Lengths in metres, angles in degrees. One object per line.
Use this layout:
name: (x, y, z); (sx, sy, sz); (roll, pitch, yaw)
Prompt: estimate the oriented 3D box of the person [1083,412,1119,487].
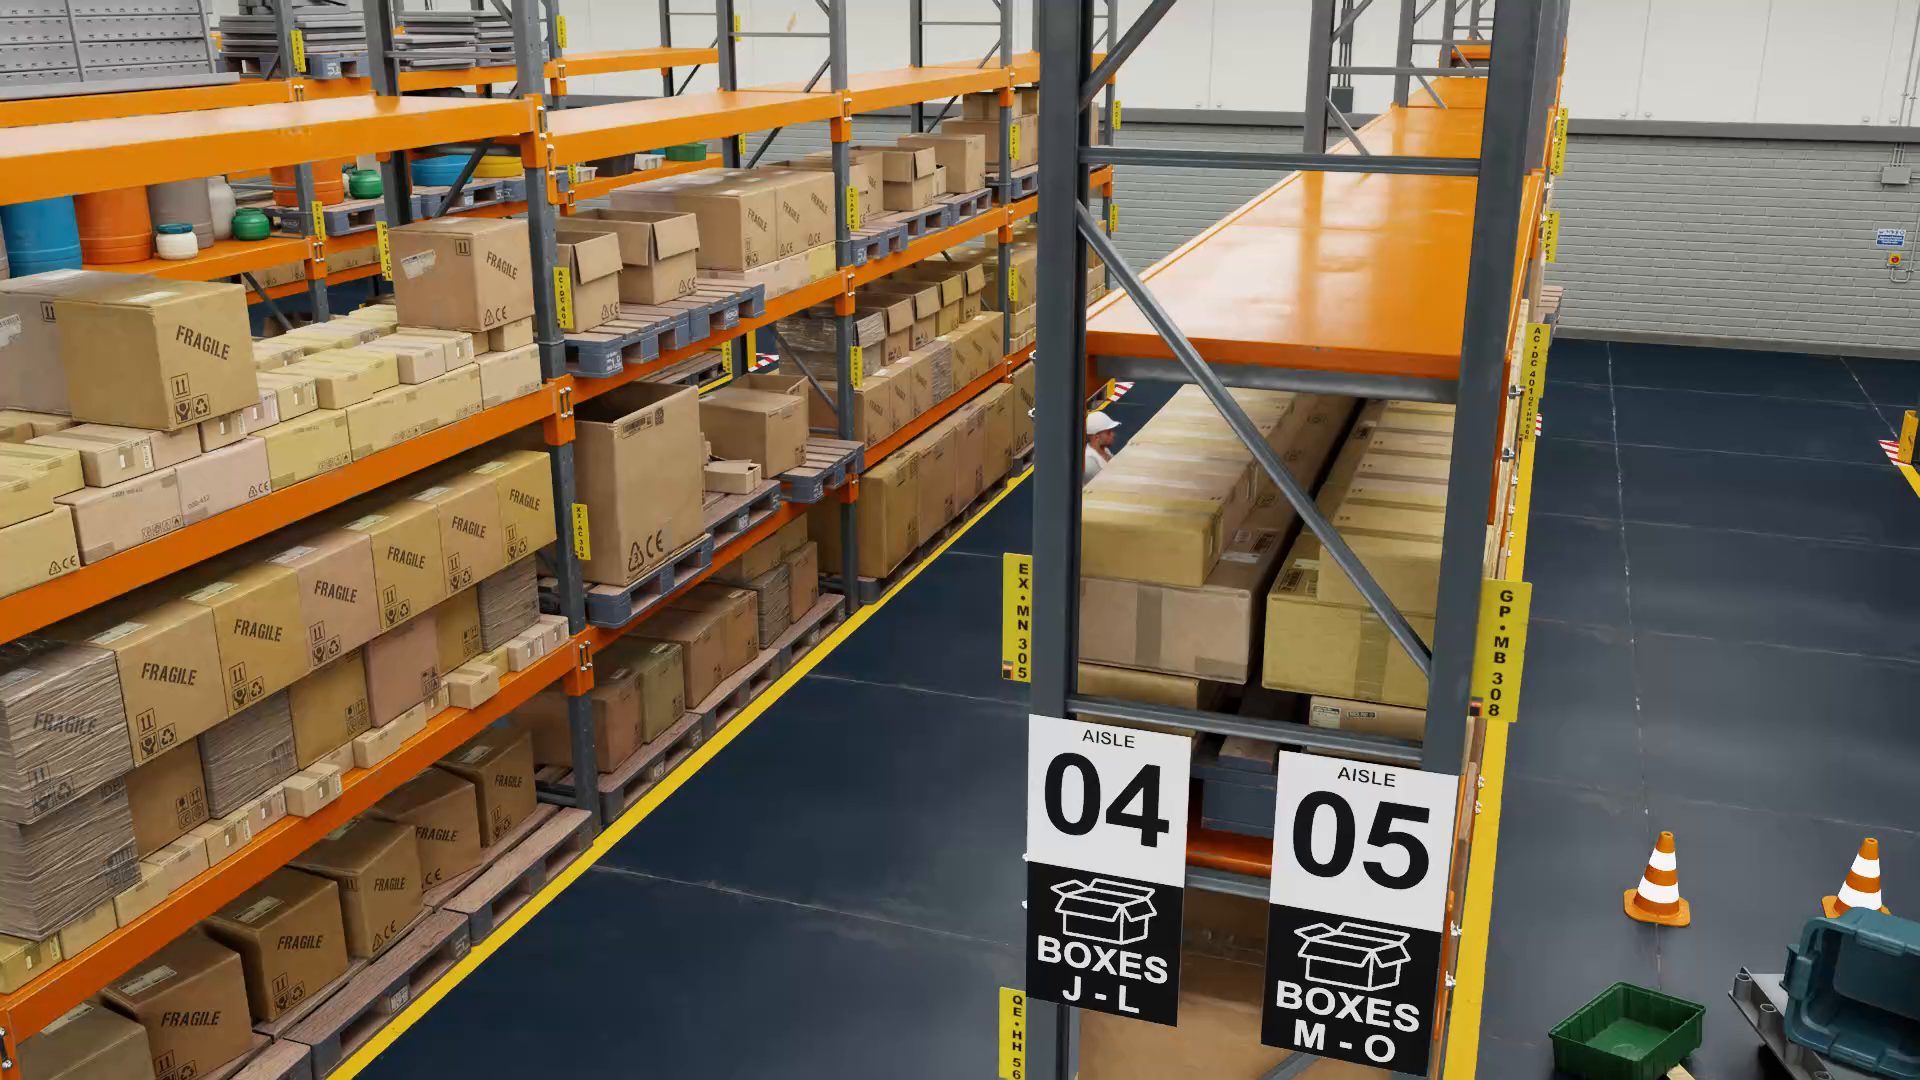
person: (1.158, -0.111, 12.854); (0.561, 1.787, 0.495); (6, 19, 18)
